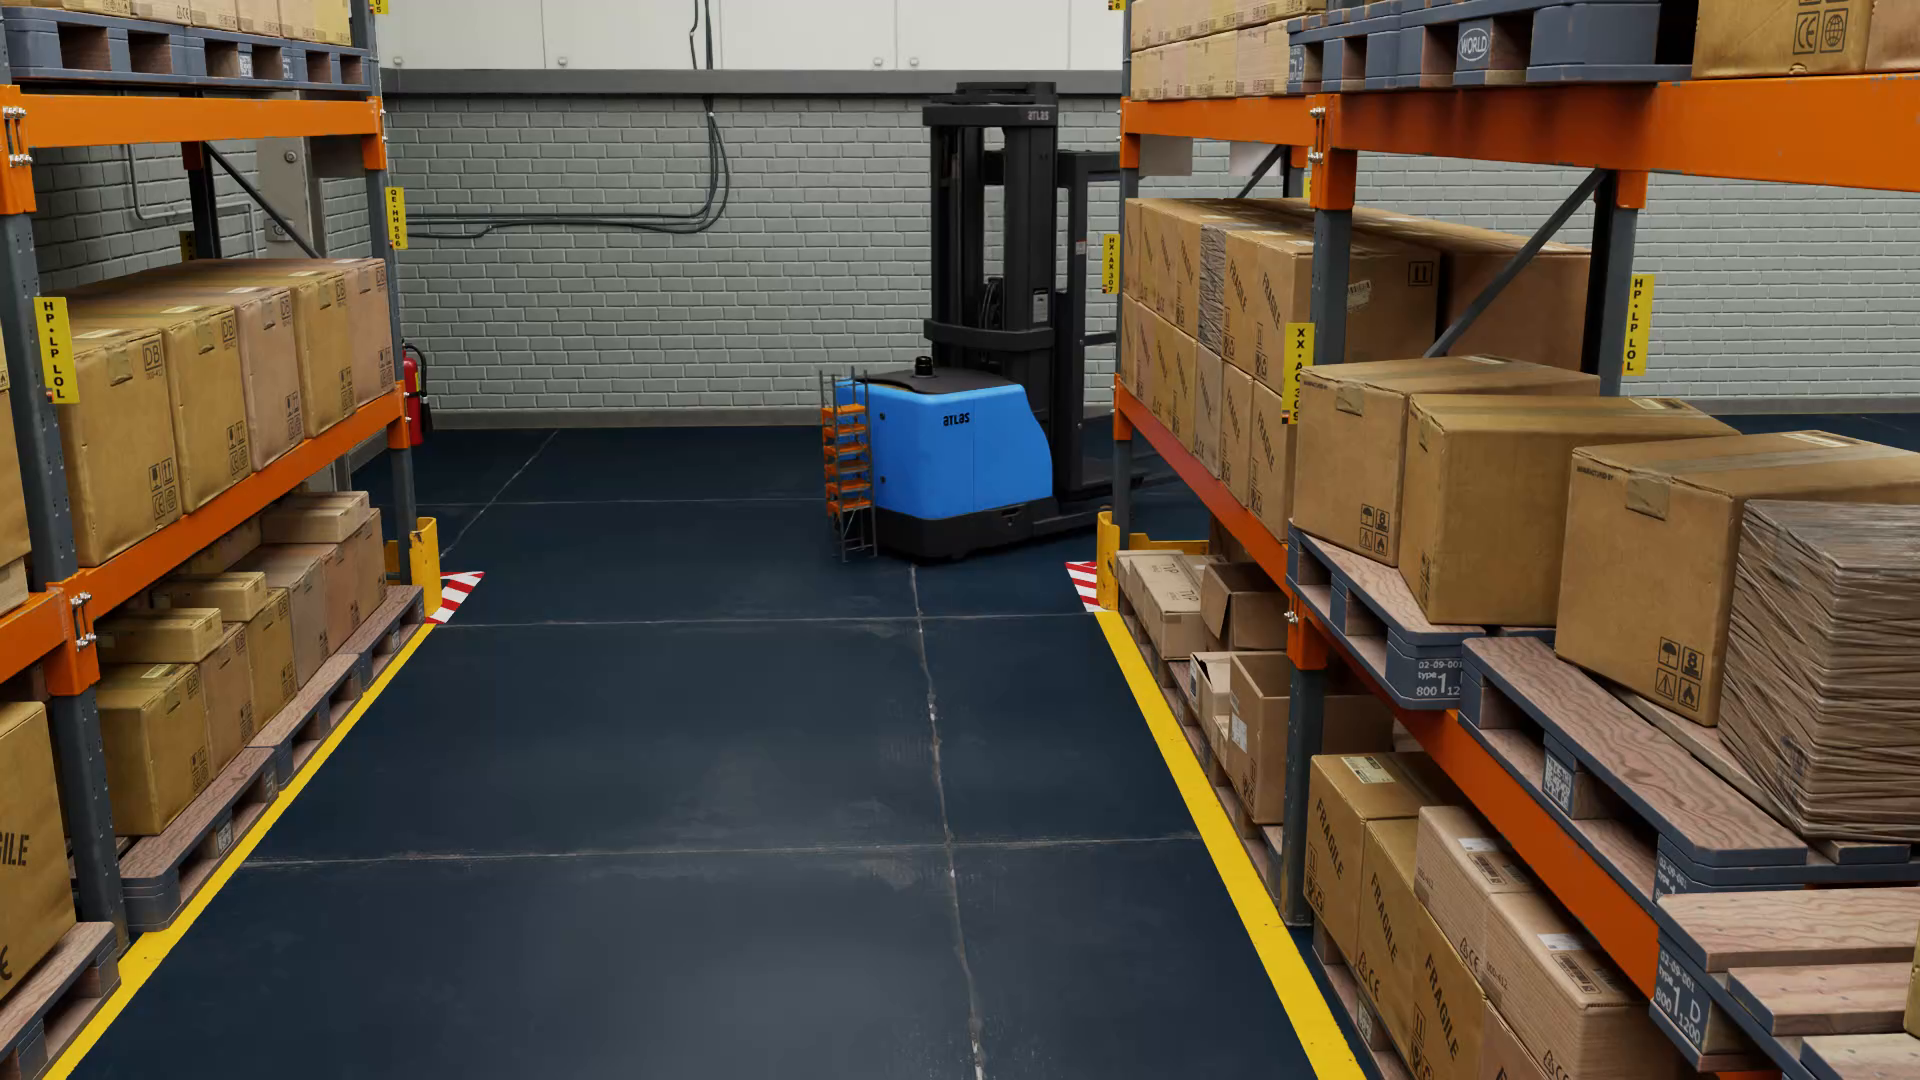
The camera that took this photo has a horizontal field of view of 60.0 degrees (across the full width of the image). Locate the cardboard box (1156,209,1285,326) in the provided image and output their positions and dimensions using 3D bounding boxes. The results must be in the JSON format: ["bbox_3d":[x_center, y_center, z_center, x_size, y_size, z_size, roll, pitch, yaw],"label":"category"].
[{"bbox_3d":[1.213,-1.283,7.787,0.500,0.500,0.500,-1,14,-3],"label":"cardboard box"}]

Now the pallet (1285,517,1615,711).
[{"bbox_3d":[1.571,0.169,4.736,1.003,0.211,1.213,-1,14,-3],"label":"pallet"}]

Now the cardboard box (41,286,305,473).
[{"bbox_3d":[-3.426,-0.690,7.087,0.980,0.700,0.700,-2,15,-6],"label":"cardboard box"}]

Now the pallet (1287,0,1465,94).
[{"bbox_3d":[1.600,-1.323,4.506,1.213,0.211,1.003,-1,14,-3],"label":"pallet"}]

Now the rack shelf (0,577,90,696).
[{"bbox_3d":[-3.190,0.799,3.346,1.077,0.370,4.000,-1,14,-3],"label":"rack shelf"}]

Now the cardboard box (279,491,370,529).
[{"bbox_3d":[-3.229,-0.147,8.451,0.380,0.149,0.250,-1,14,-4],"label":"cardboard box"}]

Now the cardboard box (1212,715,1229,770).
[{"bbox_3d":[1.228,0.813,6.684,0.380,0.149,0.250,-1,14,-3],"label":"cardboard box"}]

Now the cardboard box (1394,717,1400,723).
[{"bbox_3d":[1.756,0.712,7.043,0.380,0.166,0.250,-1,14,-3],"label":"cardboard box"}]

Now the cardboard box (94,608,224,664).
[{"bbox_3d":[-3.097,0.370,6.439,0.380,0.149,0.250,0,14,-2],"label":"cardboard box"}]

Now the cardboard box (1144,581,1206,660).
[{"bbox_3d":[1.195,0.387,8.136,0.500,0.250,0.500,-1,14,-3],"label":"cardboard box"}]

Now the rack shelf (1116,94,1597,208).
[{"bbox_3d":[1.506,-1.726,7.140,1.077,0.370,4.000,-1,14,-3],"label":"rack shelf"}]

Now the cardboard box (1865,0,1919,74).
[{"bbox_3d":[1.786,-0.866,2.151,0.910,0.500,0.500,-1,14,-3],"label":"cardboard box"}]

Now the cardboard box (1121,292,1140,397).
[{"bbox_3d":[1.147,-1.053,8.900,0.500,0.500,0.500,-1,14,-2],"label":"cardboard box"}]

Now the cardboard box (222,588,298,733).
[{"bbox_3d":[-3.315,0.520,7.160,0.700,0.500,0.500,-1,14,-2],"label":"cardboard box"}]

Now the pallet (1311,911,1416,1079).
[{"bbox_3d":[1.718,1.428,5.054,1.003,0.211,1.213,-1,14,-3],"label":"pallet"}]

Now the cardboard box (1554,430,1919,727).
[{"bbox_3d":[1.801,0.062,3.722,0.700,0.500,0.500,-5,15,-18],"label":"cardboard box"}]

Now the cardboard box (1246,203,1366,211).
[{"bbox_3d":[1.716,-1.420,8.318,0.500,0.500,0.500,0,14,-2],"label":"cardboard box"}]

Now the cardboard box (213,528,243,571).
[{"bbox_3d":[-3.562,0.047,7.696,0.380,0.149,0.250,-1,14,-3],"label":"cardboard box"}]

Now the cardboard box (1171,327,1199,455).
[{"bbox_3d":[1.241,-0.676,7.433,0.500,0.500,0.500,-1,14,-3],"label":"cardboard box"}]

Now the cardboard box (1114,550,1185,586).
[{"bbox_3d":[1.065,0.158,9.232,0.380,0.149,0.250,-1,14,-3],"label":"cardboard box"}]

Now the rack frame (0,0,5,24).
[{"bbox_3d":[-3.314,-2.953,4.443,1.000,3.000,0.127,-1,14,-3],"label":"rack frame"}]

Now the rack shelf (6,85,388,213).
[{"bbox_3d":[-3.438,-1.649,6.839,1.077,0.370,4.000,-1,14,-3],"label":"rack shelf"}]

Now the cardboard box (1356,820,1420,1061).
[{"bbox_3d":[1.461,1.129,4.750,0.500,0.500,0.500,-1,14,-3],"label":"cardboard box"}]

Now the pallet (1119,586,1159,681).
[{"bbox_3d":[1.437,0.448,8.861,1.003,0.211,1.213,-1,14,-3],"label":"pallet"}]

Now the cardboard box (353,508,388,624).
[{"bbox_3d":[-3.419,0.138,8.645,0.700,0.500,0.500,-1,14,-3],"label":"cardboard box"}]

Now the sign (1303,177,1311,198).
[{"bbox_3d":[1.937,-1.837,9.188,0.100,0.325,0.005,-1,14,-3],"label":"sign"}]

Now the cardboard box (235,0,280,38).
[{"bbox_3d":[-3.181,-2.237,6.939,0.500,0.250,0.500,-1,14,-5],"label":"cardboard box"}]

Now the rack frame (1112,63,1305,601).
[{"bbox_3d":[1.382,-1.119,9.357,1.000,3.000,0.127,-1,14,-3],"label":"rack frame"}]

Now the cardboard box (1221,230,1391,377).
[{"bbox_3d":[1.306,-0.906,6.322,0.500,0.500,0.500,-1,14,-5],"label":"cardboard box"}]

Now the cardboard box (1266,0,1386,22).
[{"bbox_3d":[1.329,-1.864,5.527,0.500,0.250,0.500,-1,14,-3],"label":"cardboard box"}]

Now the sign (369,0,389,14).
[{"bbox_3d":[-3.019,-2.890,8.601,0.100,0.325,0.005,-1,14,-3],"label":"sign"}]

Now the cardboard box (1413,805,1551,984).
[{"bbox_3d":[1.479,0.883,4.205,0.500,0.250,0.500,-1,14,-3],"label":"cardboard box"}]

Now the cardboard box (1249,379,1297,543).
[{"bbox_3d":[1.343,-0.293,5.946,0.500,0.500,0.500,-1,14,-3],"label":"cardboard box"}]

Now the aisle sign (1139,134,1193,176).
[{"bbox_3d":[1.085,-2.391,9.082,0.394,0.787,0.004,-1,14,-3],"label":"aisle sign"}]

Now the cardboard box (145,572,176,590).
[{"bbox_3d":[-3.513,0.238,6.953,0.380,0.149,0.250,-1,14,-3],"label":"cardboard box"}]

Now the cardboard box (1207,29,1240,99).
[{"bbox_3d":[1.274,-1.870,6.557,0.500,0.250,0.500,-1,14,-3],"label":"cardboard box"}]

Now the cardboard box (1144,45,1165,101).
[{"bbox_3d":[1.178,-2.243,8.006,0.500,0.250,0.500,-1,14,-3],"label":"cardboard box"}]

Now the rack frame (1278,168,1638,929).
[{"bbox_3d":[1.630,-0.125,5.491,1.000,3.000,0.127,-1,14,-3],"label":"rack frame"}]

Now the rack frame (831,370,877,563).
[{"bbox_3d":[-0.656,-0.452,10.354,0.240,1.200,0.006,-10,18,-27],"label":"rack frame"}]

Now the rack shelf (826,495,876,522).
[{"bbox_3d":[-0.689,-0.199,10.508,0.258,0.103,0.180,-10,18,-27],"label":"rack shelf"}]

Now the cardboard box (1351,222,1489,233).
[{"bbox_3d":[1.818,-1.035,6.822,0.500,0.500,0.500,-1,14,-5],"label":"cardboard box"}]

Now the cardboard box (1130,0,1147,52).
[{"bbox_3d":[1.154,-2.610,8.428,0.500,0.250,0.500,-1,14,-3],"label":"cardboard box"}]

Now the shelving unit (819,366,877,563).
[{"bbox_3d":[-0.700,-0.472,10.432,0.258,1.200,0.189,-10,18,-27],"label":"shelving unit"}]

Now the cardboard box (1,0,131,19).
[{"bbox_3d":[-3.094,-1.855,5.454,0.500,0.250,0.500,-1,14,-4],"label":"cardboard box"}]

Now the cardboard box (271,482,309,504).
[{"bbox_3d":[-3.626,-0.204,8.673,0.380,0.149,0.250,-1,14,-3],"label":"cardboard box"}]

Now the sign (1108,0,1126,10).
[{"bbox_3d":[0.841,-2.987,8.842,0.100,0.325,0.005,-1,14,-3],"label":"sign"}]

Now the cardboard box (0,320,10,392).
[{"bbox_3d":[-3.030,-0.500,4.608,0.500,0.250,0.500,-1,14,-2],"label":"cardboard box"}]

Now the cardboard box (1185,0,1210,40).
[{"bbox_3d":[1.242,-2.237,6.978,0.500,0.250,0.500,-1,14,-3],"label":"cardboard box"}]

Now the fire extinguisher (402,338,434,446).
[{"bbox_3d":[-3.110,-0.869,9.286,0.296,0.674,0.183,-1,14,-3],"label":"fire extinguisher"}]

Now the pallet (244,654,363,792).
[{"bbox_3d":[-3.362,0.809,7.459,1.003,0.211,1.213,-1,14,-3],"label":"pallet"}]

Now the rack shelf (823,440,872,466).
[{"bbox_3d":[-0.703,-0.545,10.411,0.258,0.103,0.180,-10,18,-27],"label":"rack shelf"}]

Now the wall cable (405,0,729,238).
[{"bbox_3d":[-3.555,-3.856,14.184,3.097,2.526,0.112,-1,14,-3],"label":"wall cable"}]

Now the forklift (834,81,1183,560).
[{"bbox_3d":[0.605,-1.578,11.278,3.031,2.935,1.130,-12,19,-40],"label":"forklift"}]
